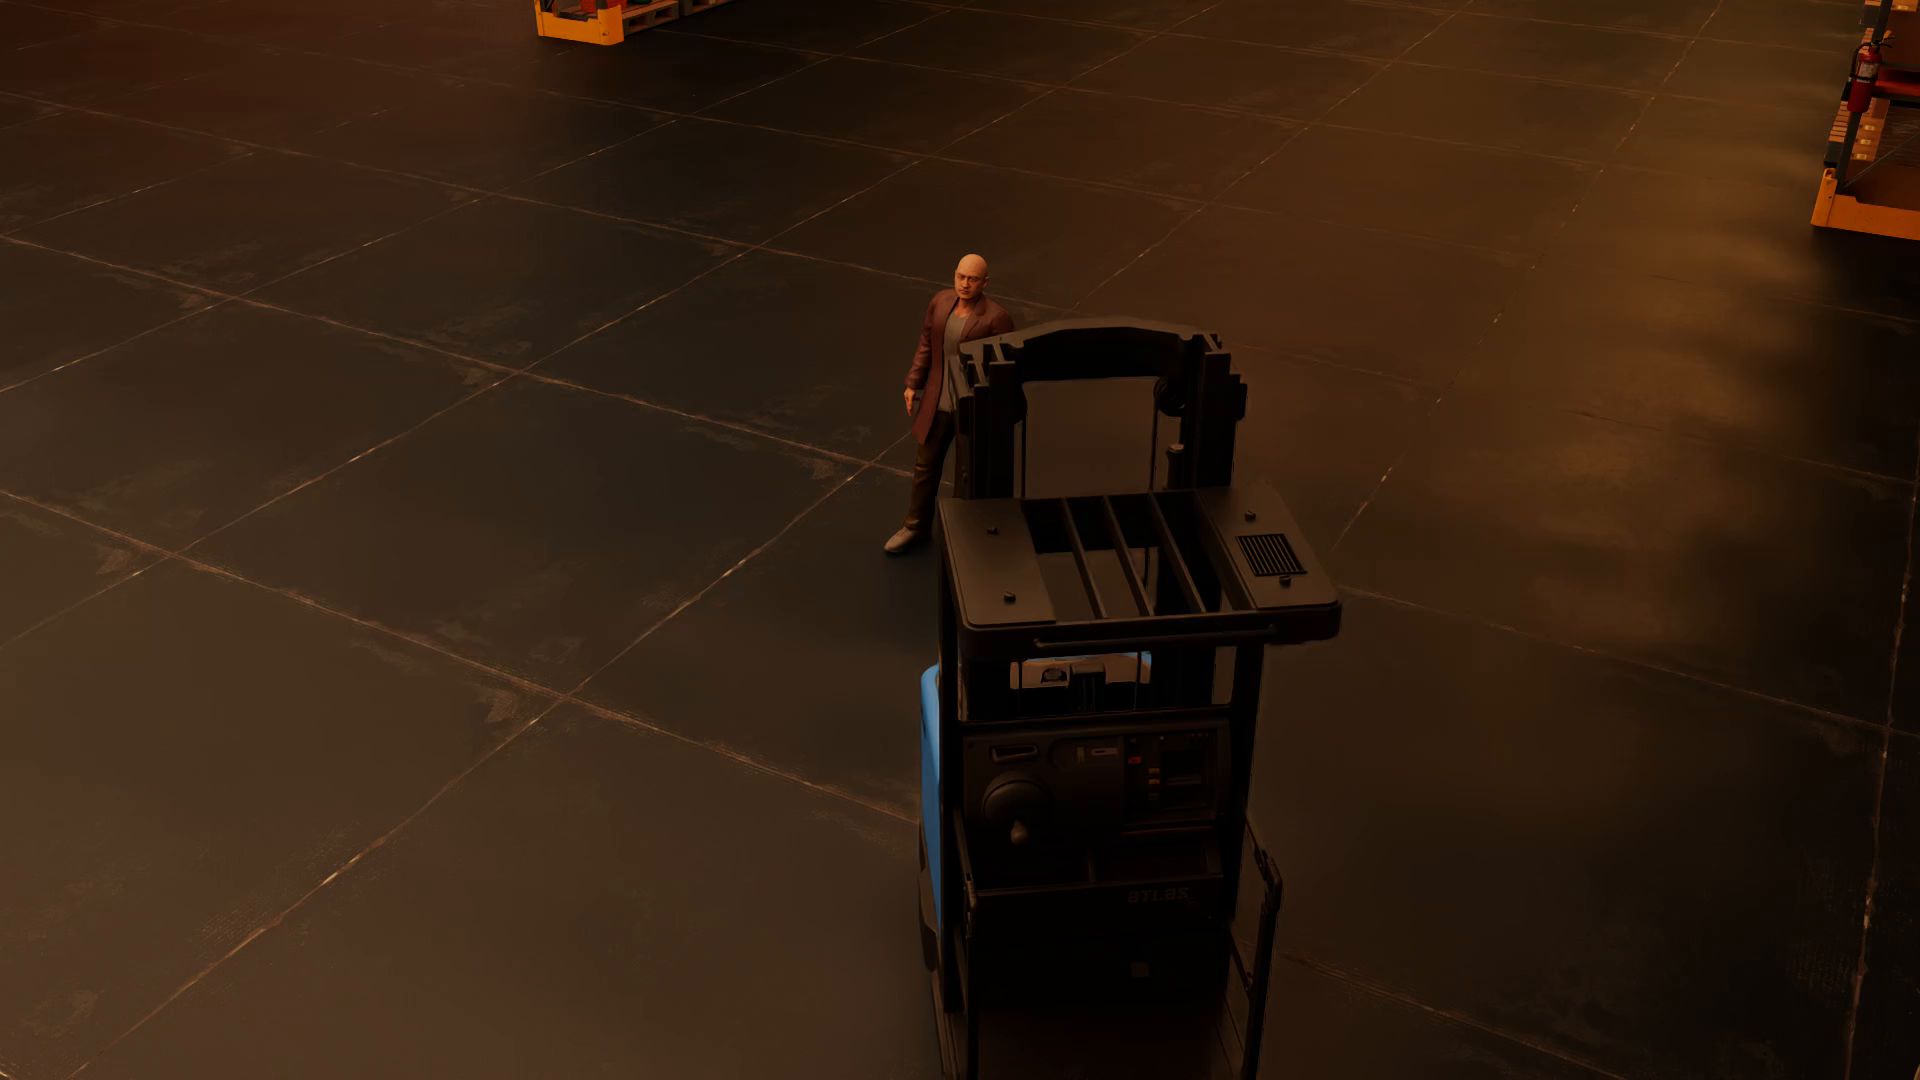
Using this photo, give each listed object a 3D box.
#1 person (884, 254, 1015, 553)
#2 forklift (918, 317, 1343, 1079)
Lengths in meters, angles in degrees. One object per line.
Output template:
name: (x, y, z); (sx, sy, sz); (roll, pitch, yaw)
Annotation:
person: (-0.048, -0.738, 9.488); (0.694, 1.776, 0.582); (15, 33, 25)
forklift: (0.502, 0.880, 5.547); (1.130, 2.935, 3.031); (-3, 30, -6)
